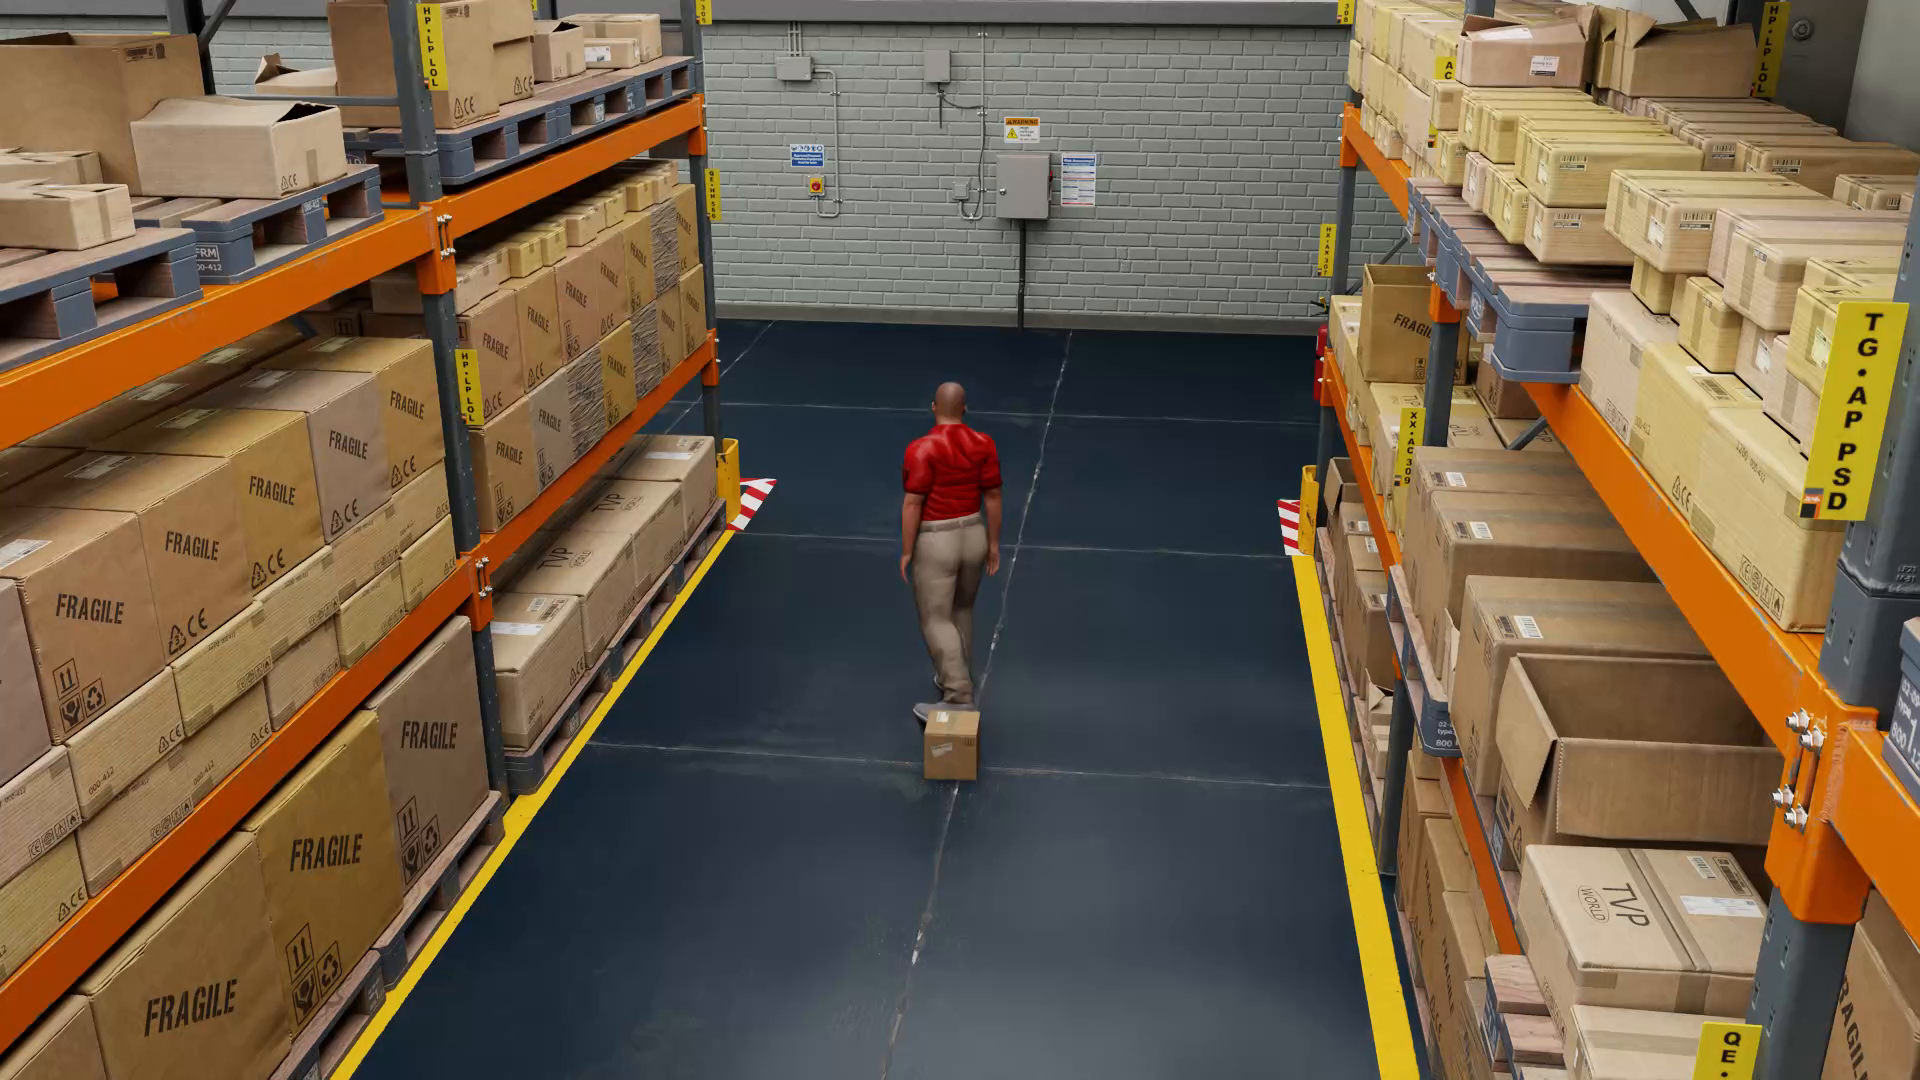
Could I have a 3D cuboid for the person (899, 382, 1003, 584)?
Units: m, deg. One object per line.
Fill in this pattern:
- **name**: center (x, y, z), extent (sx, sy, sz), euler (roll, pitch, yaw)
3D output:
- **person**: center (-0.082, -0.287, 8.425), extent (0.569, 1.042, 0.316), euler (-13, 25, -30)
